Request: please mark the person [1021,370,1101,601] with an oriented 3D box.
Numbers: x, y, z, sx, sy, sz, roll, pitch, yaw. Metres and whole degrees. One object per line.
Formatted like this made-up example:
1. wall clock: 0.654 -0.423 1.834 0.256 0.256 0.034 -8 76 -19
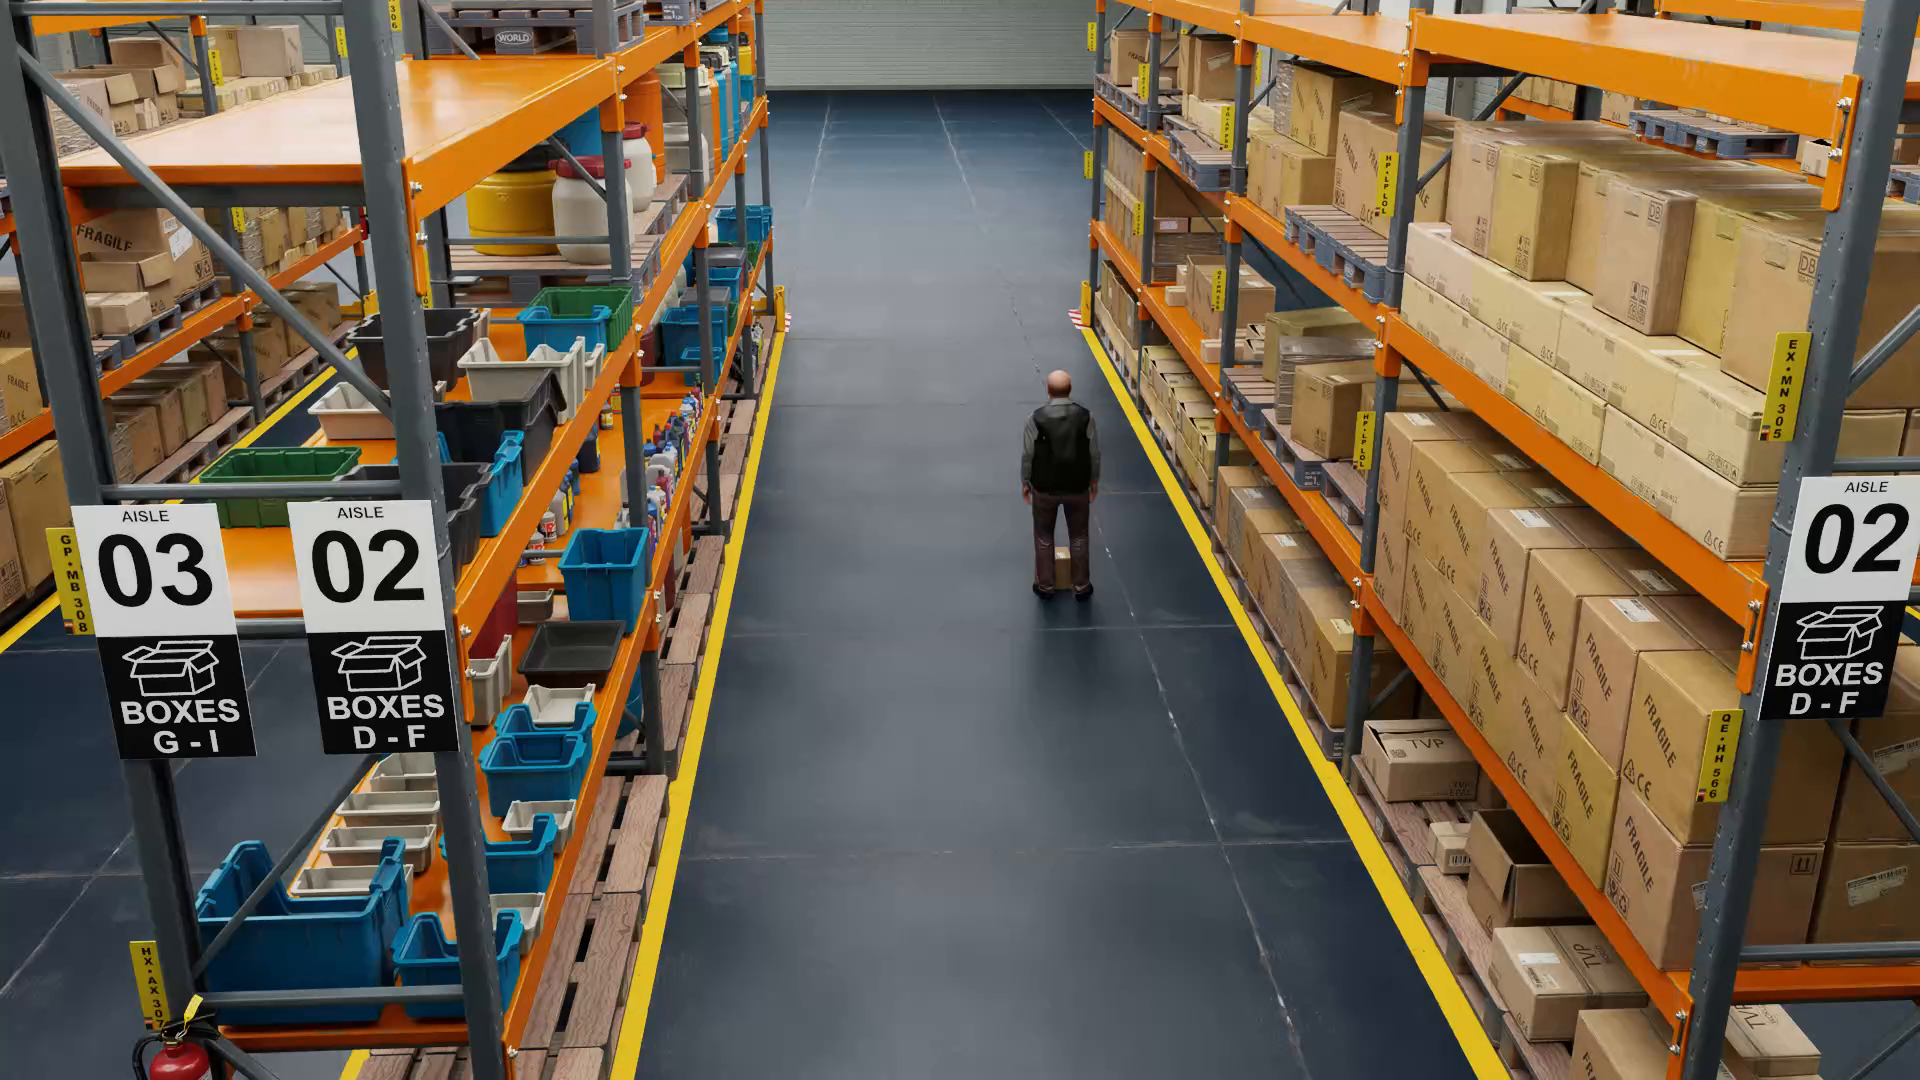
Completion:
1. person: 0.732 -0.386 12.157 0.581 1.721 0.461 -1 20 -3
